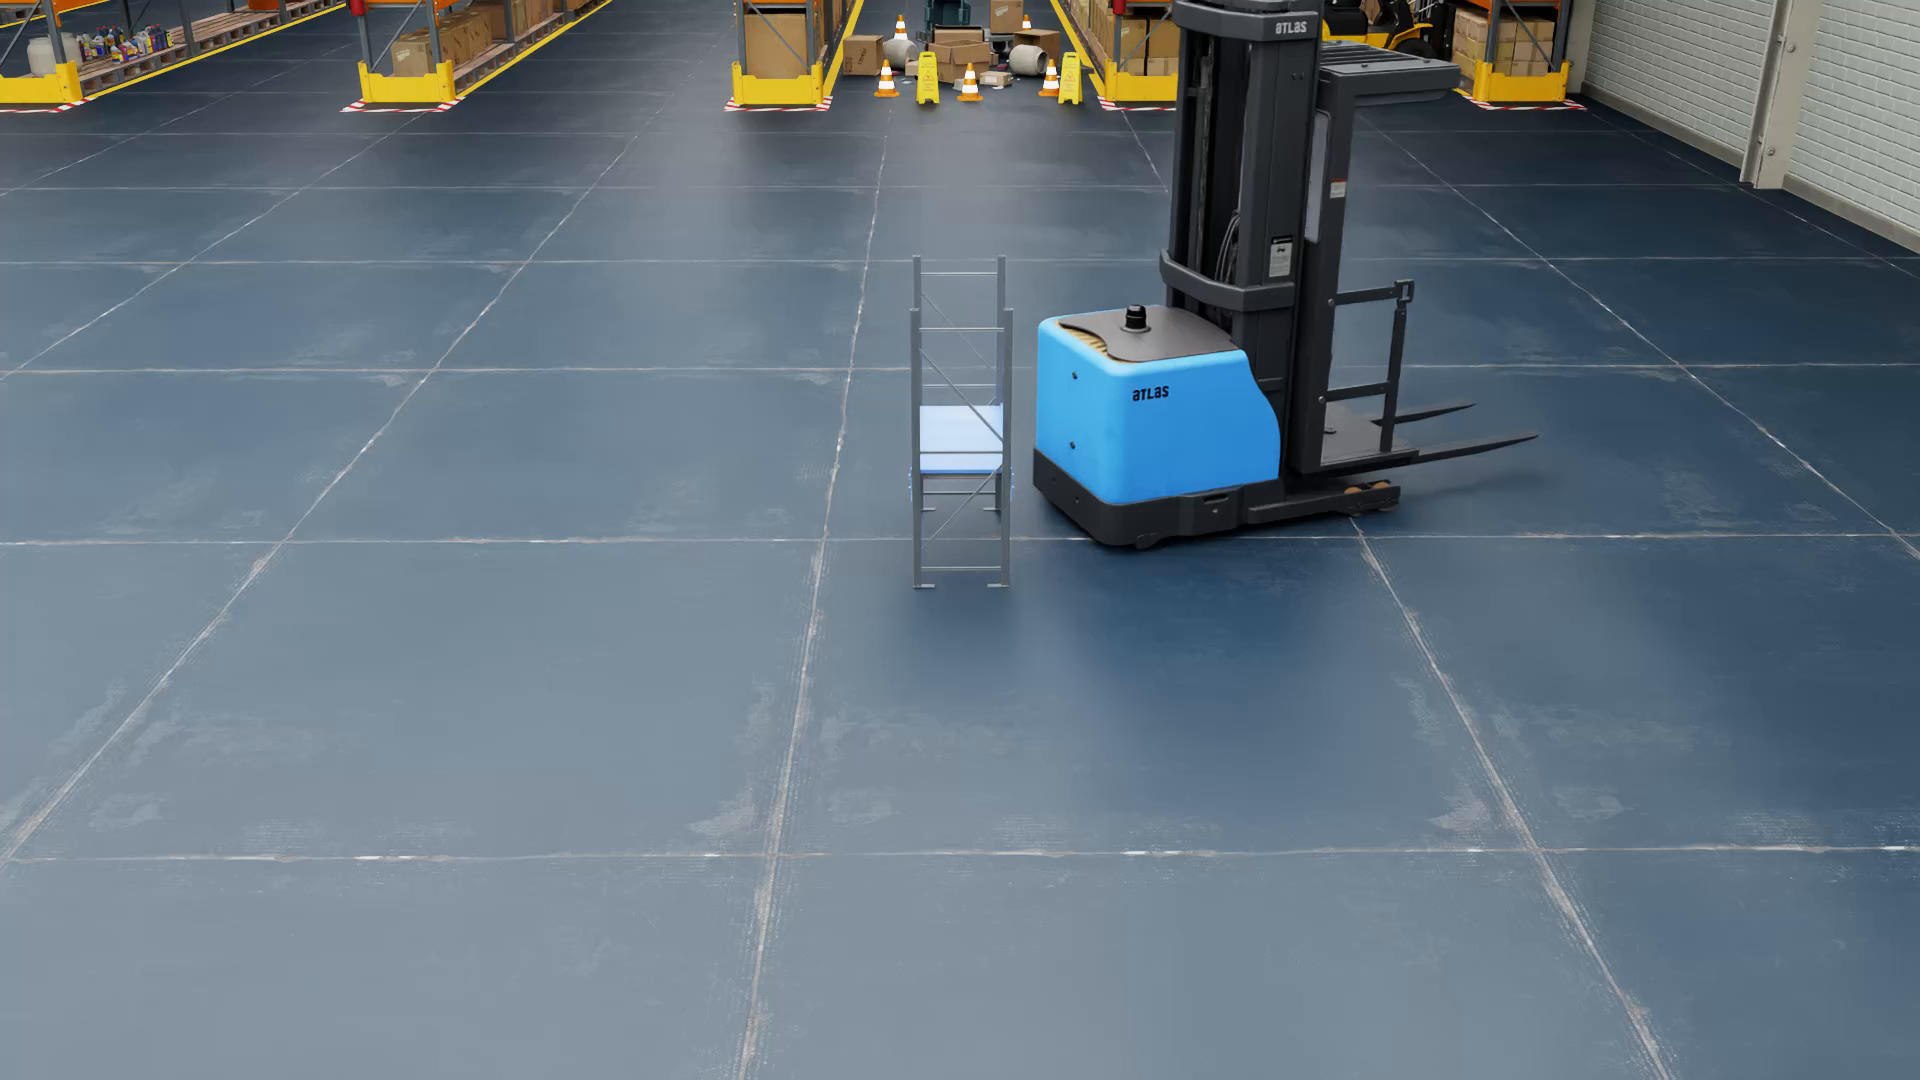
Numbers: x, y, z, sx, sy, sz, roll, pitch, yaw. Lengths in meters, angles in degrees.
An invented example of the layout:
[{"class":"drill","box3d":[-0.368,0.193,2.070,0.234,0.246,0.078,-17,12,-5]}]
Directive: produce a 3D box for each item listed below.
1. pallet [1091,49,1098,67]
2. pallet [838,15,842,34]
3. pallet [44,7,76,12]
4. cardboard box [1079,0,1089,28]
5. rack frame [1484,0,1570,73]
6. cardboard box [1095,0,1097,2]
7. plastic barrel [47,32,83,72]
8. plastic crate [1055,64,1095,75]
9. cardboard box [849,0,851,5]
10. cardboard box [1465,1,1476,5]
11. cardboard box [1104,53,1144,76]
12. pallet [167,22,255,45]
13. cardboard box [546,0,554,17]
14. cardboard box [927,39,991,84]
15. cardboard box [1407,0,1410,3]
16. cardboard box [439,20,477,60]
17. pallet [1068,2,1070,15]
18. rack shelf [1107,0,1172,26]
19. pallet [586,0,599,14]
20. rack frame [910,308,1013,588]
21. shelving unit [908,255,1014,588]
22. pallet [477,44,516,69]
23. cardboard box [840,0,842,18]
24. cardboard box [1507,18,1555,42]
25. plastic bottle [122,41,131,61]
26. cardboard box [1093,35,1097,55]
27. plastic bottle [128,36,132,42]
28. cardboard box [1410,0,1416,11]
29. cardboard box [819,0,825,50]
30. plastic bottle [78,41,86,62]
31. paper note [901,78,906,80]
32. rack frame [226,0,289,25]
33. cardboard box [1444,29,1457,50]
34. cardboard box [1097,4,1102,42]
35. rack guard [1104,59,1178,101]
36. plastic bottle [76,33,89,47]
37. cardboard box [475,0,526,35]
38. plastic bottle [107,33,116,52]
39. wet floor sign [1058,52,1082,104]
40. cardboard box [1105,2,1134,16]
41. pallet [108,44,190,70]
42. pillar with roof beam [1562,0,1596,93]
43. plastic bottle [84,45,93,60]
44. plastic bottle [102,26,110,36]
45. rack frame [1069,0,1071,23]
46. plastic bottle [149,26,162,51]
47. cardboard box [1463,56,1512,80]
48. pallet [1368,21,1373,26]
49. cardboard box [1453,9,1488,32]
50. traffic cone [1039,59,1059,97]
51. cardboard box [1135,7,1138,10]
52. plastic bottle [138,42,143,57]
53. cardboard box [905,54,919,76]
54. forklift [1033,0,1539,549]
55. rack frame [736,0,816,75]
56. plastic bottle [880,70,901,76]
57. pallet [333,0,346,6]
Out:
[{"class":"pallet","box3d":[2.537,-7.378,25.306,1.003,0.211,1.213,0,24,-1]},{"class":"pallet","box3d":[-2.565,-8.913,28.702,1.003,0.211,1.213,0,24,-1]},{"class":"pallet","box3d":[-17.346,-10.024,31.158,1.003,0.211,1.213,0,24,-1]},{"class":"cardboard box","box3d":[2.465,-8.718,27.564,0.950,0.372,0.625,1,24,1]},{"class":"rack frame","box3d":[7.501,-7.300,21.751,1.000,3.000,0.127,0,24,-1]},{"class":"cardboard box","box3d":[2.179,-7.993,24.412,0.380,0.149,0.250,1,24,1]},{"class":"plastic barrel","box3d":[-12.414,-6.745,23.032,0.421,0.512,0.421,0,24,0]},{"class":"plastic crate","box3d":[1.691,-6.944,24.506,0.402,0.080,0.583,-9,26,-19]},{"class":"cardboard box","box3d":[-2.260,-10.061,30.380,0.500,0.500,0.500,0,24,0]},{"class":"cardboard box","box3d":[7.669,-7.723,24.301,0.500,0.250,0.500,0,24,0]},{"class":"cardboard box","box3d":[2.259,-6.557,22.934,0.500,0.250,0.500,0,24,-1]},{"class":"pallet","box3d":[-12.432,-8.415,27.599,1.003,0.211,1.213,0,24,-1]},{"class":"cardboard box","box3d":[-7.432,-9.314,28.703,0.700,0.500,0.500,-2,24,-3]},{"class":"cardboard box","box3d":[-0.013,-6.851,23.788,0.797,0.503,0.637,-19,31,-36]},{"class":"cardboard box","box3d":[7.440,-8.273,26.274,0.875,0.625,0.625,1,24,2]},{"class":"cardboard box","box3d":[-7.352,-7.276,24.221,0.500,0.500,0.500,-2,24,-5]},{"class":"pallet","box3d":[2.517,-9.628,30.281,1.003,0.211,1.213,0,24,-1]},{"class":"rack shelf","box3d":[2.516,-7.773,23.669,1.077,0.370,4.000,0,24,-1]},{"class":"pallet","box3d":[-7.403,-10.084,31.291,1.003,0.211,1.213,0,24,-1]},{"class":"rack frame","box3d":[0.006,-0.439,8.400,0.500,1.500,0.032,0,24,-1]},{"class":"shelving unit","box3d":[0.001,-0.648,8.863,0.538,1.500,1.048,0,24,-1]},{"class":"pallet","box3d":[-7.373,-7.333,25.207,1.003,0.211,1.213,0,24,-1]},{"class":"cardboard box","box3d":[-2.582,-9.424,28.667,1.050,0.750,0.750,-1,24,-1]},{"class":"cardboard box","box3d":[7.685,-6.893,22.465,0.500,0.250,0.500,-1,24,-1]},{"class":"plastic bottle","box3d":[-12.036,-7.057,23.990,0.097,0.271,0.097,0,24,0]},{"class":"cardboard box","box3d":[2.248,-7.399,24.796,0.500,0.250,0.500,1,24,2]},{"class":"plastic bottle","box3d":[-12.176,-7.277,24.462,0.061,0.283,0.133,0,24,-1]},{"class":"cardboard box","box3d":[7.149,-8.142,25.226,0.500,0.250,0.500,-1,24,-1]},{"class":"cardboard box","box3d":[-2.518,-7.825,24.979,0.875,0.875,0.875,0,24,0]},{"class":"plastic bottle","box3d":[-12.652,-7.032,23.920,0.061,0.283,0.133,0,24,-1]},{"class":"paper note","box3d":[-0.811,-6.616,23.867,0.032,0.001,0.123,13,27,27]},{"class":"rack frame","box3d":[-12.412,-10.506,28.839,1.000,3.000,0.127,0,24,-1]},{"class":"cardboard box","box3d":[7.162,-7.085,23.496,0.500,0.250,0.500,-1,24,-2]},{"class":"cardboard box","box3d":[2.252,-7.526,24.168,0.500,0.500,0.500,1,24,2]},{"class":"rack guard","box3d":[2.537,-6.169,22.283,1.175,0.500,0.348,0,24,-1]},{"class":"plastic bottle","box3d":[-12.766,-7.187,24.182,0.144,0.351,0.185,1,24,2]},{"class":"cardboard box","box3d":[-7.387,-8.391,26.663,0.700,0.500,0.500,0,24,-1]},{"class":"plastic bottle","box3d":[-12.652,-7.422,24.796,0.097,0.271,0.097,0,24,0]},{"class":"wet floor sign","box3d":[1.470,-6.121,22.000,0.267,0.644,0.232,8,26,18]},{"class":"cardboard box","box3d":[2.197,-7.332,22.951,0.380,0.149,0.250,0,24,1]},{"class":"pallet","box3d":[-12.402,-7.310,25.157,1.003,0.211,1.213,0,24,-1]},{"class":"pillar with roof beam","box3d":[4.090,-10.305,21.115,9.100,9.000,0.400,0,24,-1]},{"class":"plastic bottle","box3d":[-12.635,-7.059,24.080,0.097,0.201,0.097,0,24,0]},{"class":"plastic bottle","box3d":[-12.774,-7.517,24.911,0.144,0.351,0.185,0,24,1]},{"class":"rack frame","box3d":[2.450,-10.573,28.987,1.000,3.000,0.127,0,24,-1]},{"class":"plastic bottle","box3d":[-12.071,-7.508,24.892,0.144,0.351,0.185,-1,24,-3]},{"class":"cardboard box","box3d":[7.180,-6.431,22.656,0.500,0.250,0.500,0,24,0]},{"class":"pallet","box3d":[7.394,-8.485,27.755,1.003,0.211,1.213,0,24,-1]},{"class":"cardboard box","box3d":[7.157,-7.301,23.366,0.500,0.250,0.500,0,24,0]},{"class":"traffic cone","box3d":[1.243,-6.292,22.600,0.336,0.463,0.334,0,24,-1]},{"class":"cardboard box","box3d":[2.783,-7.542,24.204,0.500,0.500,0.500,1,24,2]},{"class":"plastic bottle","box3d":[-12.041,-7.192,24.373,0.097,0.201,0.097,0,24,0]},{"class":"cardboard box","box3d":[-0.594,-6.915,24.217,0.396,0.266,0.258,4,25,9]},{"class":"forklift","box3d":[1.997,-1.661,9.366,3.031,2.935,1.130,-10,26,-20]},{"class":"rack frame","box3d":[-2.411,-7.213,21.557,1.000,3.000,0.127,0,24,-1]},{"class":"plastic bottle","box3d":[-1.012,-6.786,24.181,0.283,0.061,0.133,-9,26,-19]},{"class":"pallet","box3d":[-12.489,-10.566,32.355,1.003,0.211,1.213,0,24,-1]}]
